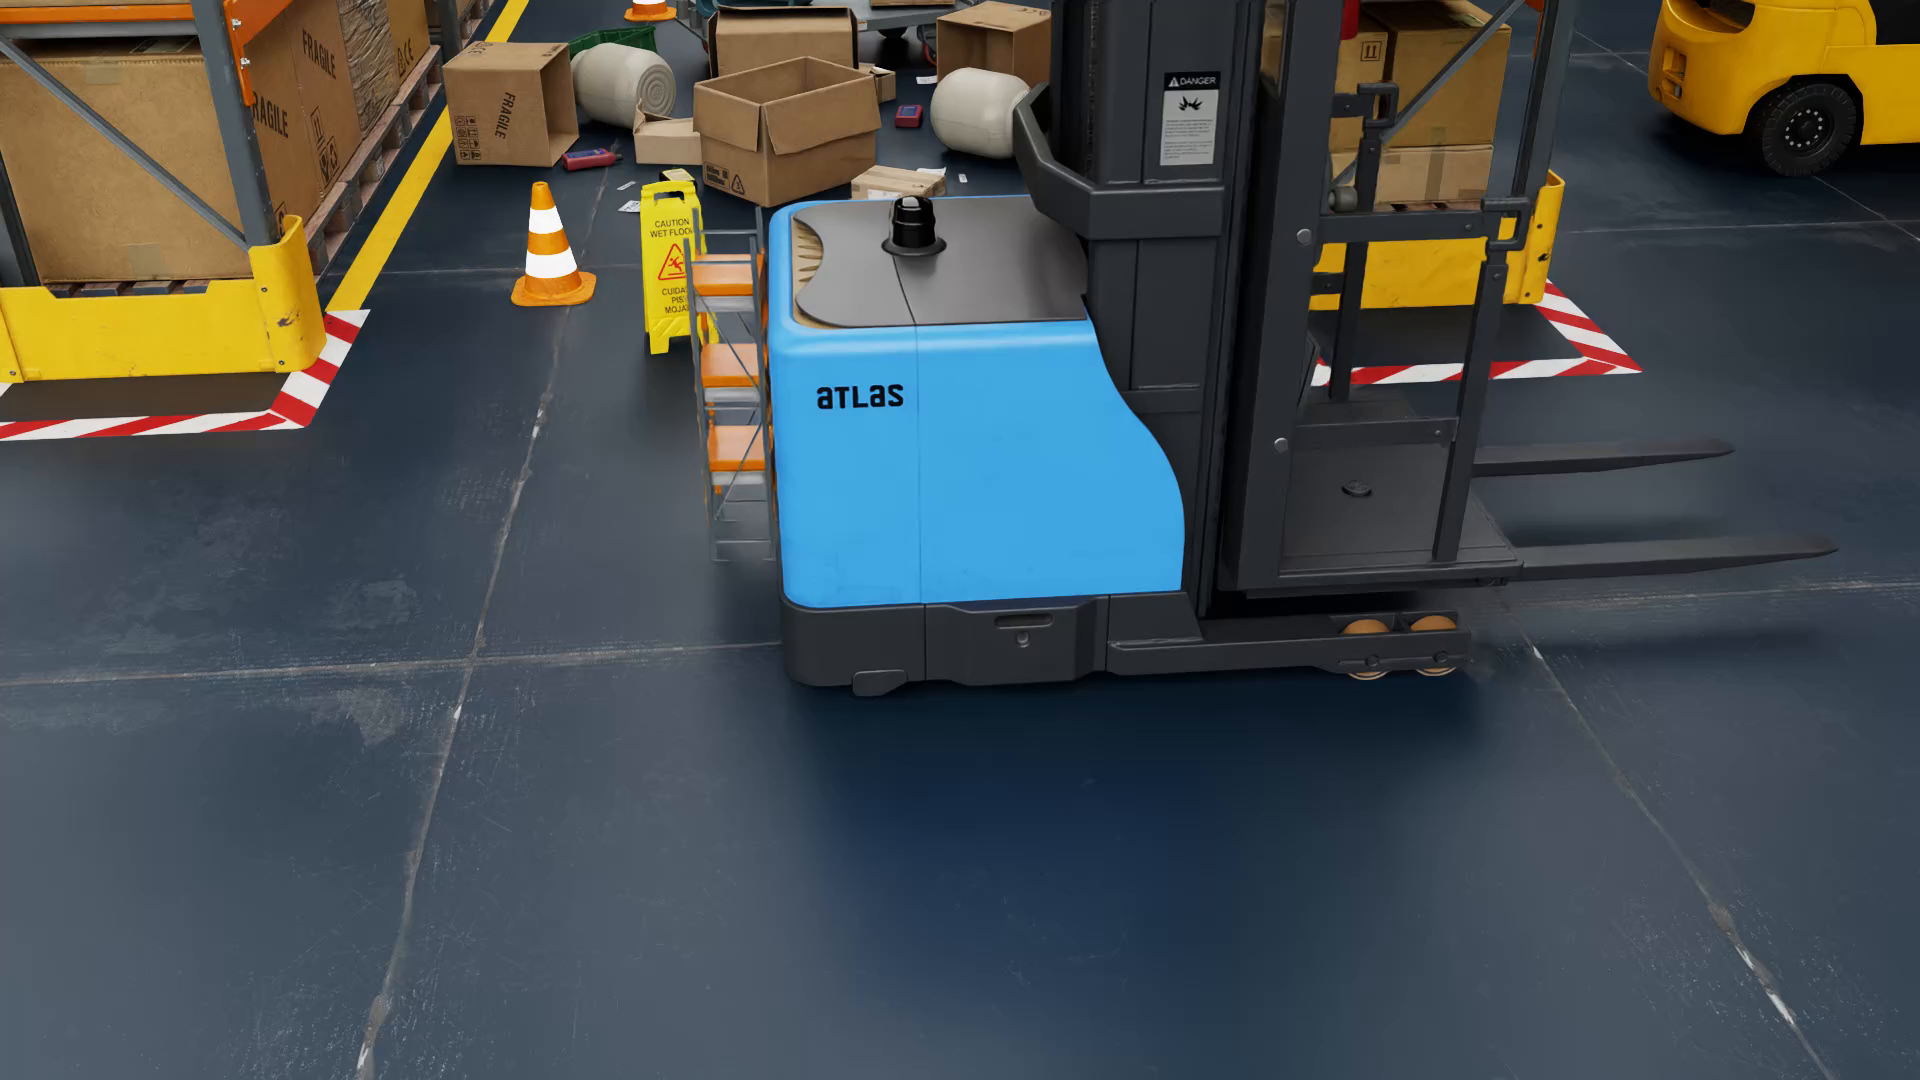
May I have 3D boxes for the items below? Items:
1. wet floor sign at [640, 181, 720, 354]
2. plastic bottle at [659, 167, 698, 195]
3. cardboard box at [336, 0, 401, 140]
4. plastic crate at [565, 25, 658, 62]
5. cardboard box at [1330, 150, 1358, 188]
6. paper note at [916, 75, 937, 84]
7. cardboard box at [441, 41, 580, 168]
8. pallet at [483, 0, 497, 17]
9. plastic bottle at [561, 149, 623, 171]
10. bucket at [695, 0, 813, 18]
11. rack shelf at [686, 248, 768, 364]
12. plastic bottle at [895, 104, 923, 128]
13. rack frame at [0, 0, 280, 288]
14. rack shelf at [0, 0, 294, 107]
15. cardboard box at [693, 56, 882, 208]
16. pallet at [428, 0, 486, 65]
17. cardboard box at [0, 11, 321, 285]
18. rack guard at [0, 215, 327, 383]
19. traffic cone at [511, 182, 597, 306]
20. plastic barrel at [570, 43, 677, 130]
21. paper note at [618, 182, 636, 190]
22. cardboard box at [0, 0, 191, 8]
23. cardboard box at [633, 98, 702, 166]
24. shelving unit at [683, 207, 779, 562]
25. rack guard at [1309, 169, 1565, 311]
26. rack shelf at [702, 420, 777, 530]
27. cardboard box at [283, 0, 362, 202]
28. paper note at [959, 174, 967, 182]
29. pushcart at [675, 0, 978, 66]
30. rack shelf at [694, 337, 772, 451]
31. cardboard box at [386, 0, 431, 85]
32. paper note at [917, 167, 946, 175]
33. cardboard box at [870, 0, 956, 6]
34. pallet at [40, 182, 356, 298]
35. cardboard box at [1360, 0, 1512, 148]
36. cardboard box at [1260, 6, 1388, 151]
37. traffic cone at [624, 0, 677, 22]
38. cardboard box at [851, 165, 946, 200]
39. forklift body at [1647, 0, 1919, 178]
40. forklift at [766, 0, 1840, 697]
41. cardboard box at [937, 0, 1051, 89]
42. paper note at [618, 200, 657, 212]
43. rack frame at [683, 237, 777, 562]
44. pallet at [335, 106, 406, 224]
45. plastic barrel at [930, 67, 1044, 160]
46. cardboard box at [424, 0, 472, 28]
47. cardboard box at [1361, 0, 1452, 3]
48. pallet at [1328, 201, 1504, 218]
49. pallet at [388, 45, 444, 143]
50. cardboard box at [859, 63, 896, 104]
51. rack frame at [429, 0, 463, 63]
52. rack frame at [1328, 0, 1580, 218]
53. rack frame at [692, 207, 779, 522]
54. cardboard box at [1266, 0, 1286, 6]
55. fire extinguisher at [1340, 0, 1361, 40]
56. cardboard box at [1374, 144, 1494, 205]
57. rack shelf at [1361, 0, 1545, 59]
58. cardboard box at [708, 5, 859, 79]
[{"bbox_3d":[-1.100,-1.071,6.414,0.267,0.644,0.232,-8,32,-13],"label":"wet floor sign"},{"bbox_3d":[-1.392,-1.766,8.147,0.133,0.061,0.283,-14,33,-22],"label":"plastic bottle"},{"bbox_3d":[-3.370,-2.527,8.219,0.875,0.875,0.875,-3,31,-4],"label":"cardboard box"},{"bbox_3d":[-2.127,-2.835,9.758,0.450,0.188,0.662,4,30,26],"label":"plastic crate"},{"bbox_3d":[1.500,-1.702,7.447,0.500,0.250,0.500,-3,31,-5],"label":"cardboard box"},{"bbox_3d":[-0.178,-2.706,9.750,0.148,0.019,0.142,-3,31,-5],"label":"paper note"},{"bbox_3d":[-2.281,-2.228,8.491,0.500,0.500,0.500,2,31,4],"label":"cardboard box"},{"bbox_3d":[-3.712,-3.861,11.509,1.003,0.211,1.213,-3,31,-5],"label":"pallet"},{"bbox_3d":[-1.862,-1.931,8.424,0.283,0.061,0.133,-14,33,-22],"label":"plastic bottle"},{"bbox_3d":[-1.139,-3.332,9.613,0.726,0.611,0.620,8,22,13],"label":"bucket"},{"bbox_3d":[-0.671,-0.683,4.837,0.215,0.259,0.240,-1,31,-2],"label":"rack shelf"},{"bbox_3d":[-0.275,-2.322,9.078,0.133,0.061,0.283,2,31,4],"label":"plastic bottle"},{"bbox_3d":[-3.074,-2.002,5.676,1.000,3.000,0.127,-3,31,-5],"label":"rack frame"},{"bbox_3d":[-3.261,-2.714,7.570,1.077,0.370,4.000,-3,31,-5],"label":"rack shelf"},{"bbox_3d":[-0.839,-1.994,8.098,0.637,0.503,0.797,27,40,37],"label":"cardboard box"},{"bbox_3d":[-3.595,-3.237,10.464,1.003,0.211,1.213,-3,31,-5],"label":"pallet"},{"bbox_3d":[-3.203,-1.613,6.687,0.875,0.875,0.875,-3,31,-4],"label":"cardboard box"},{"bbox_3d":[-3.071,-0.916,6.296,1.175,0.500,0.348,-3,31,-5],"label":"rack guard"},{"bbox_3d":[-1.709,-1.252,6.894,0.336,0.463,0.334,-3,31,-5],"label":"traffic cone"},{"bbox_3d":[-1.814,-2.432,8.909,0.512,0.421,0.421,20,36,29],"label":"plastic barrel"},{"bbox_3d":[-1.633,-1.736,8.146,0.032,0.001,0.123,13,33,21],"label":"paper note"},{"bbox_3d":[-3.153,-2.253,5.951,0.875,0.550,0.550,-3,31,-5],"label":"cardboard box"},{"bbox_3d":[-1.453,-2.081,8.475,0.396,0.266,0.258,2,31,4],"label":"cardboard box"},{"bbox_3d":[-0.670,-0.448,4.977,0.215,1.050,0.252,-1,31,-2],"label":"shelving unit"},{"bbox_3d":[1.838,-1.256,6.865,1.175,0.500,0.348,-3,31,-5],"label":"rack guard"},{"bbox_3d":[-0.670,-0.201,5.125,0.215,0.259,0.240,-1,31,-2],"label":"rack shelf"},{"bbox_3d":[-3.287,-2.062,7.439,0.875,0.875,0.875,-3,31,-5],"label":"cardboard box"},{"bbox_3d":[0.014,-1.794,8.244,0.032,0.001,0.123,-3,31,-5],"label":"paper note"},{"bbox_3d":[-0.794,-3.072,10.025,1.648,0.377,0.936,-14,33,-22],"label":"pushcart"},{"bbox_3d":[-0.670,-0.439,4.982,0.215,0.259,0.240,-1,31,-2],"label":"rack shelf"},{"bbox_3d":[-3.458,-2.988,8.989,0.875,0.875,0.875,-2,31,-4],"label":"cardboard box"},{"bbox_3d":[-0.155,-1.839,8.310,0.148,0.019,0.142,8,32,13],"label":"paper note"},{"bbox_3d":[-0.298,-3.484,9.857,0.500,0.500,0.500,-3,31,-5],"label":"cardboard box"},{"bbox_3d":[-3.226,-1.209,7.068,1.003,0.211,1.213,-3,31,-5],"label":"pallet"},{"bbox_3d":[2.042,-2.049,7.296,0.500,0.500,0.500,-4,31,-6],"label":"cardboard box"},{"bbox_3d":[1.511,-2.009,7.228,0.500,0.500,0.500,-3,31,-4],"label":"cardboard box"},{"bbox_3d":[-2.069,-3.712,11.013,0.336,0.463,0.334,-3,31,-5],"label":"traffic cone"},{"bbox_3d":[-0.288,-1.639,7.848,0.380,0.149,0.250,13,33,21],"label":"cardboard box"},{"bbox_3d":[4.793,-3.046,8.253,2.313,2.155,1.214,-3,31,-5],"label":"forklift body"},{"bbox_3d":[0.990,-1.140,4.299,3.031,2.935,1.130,-3,31,-5],"label":"forklift"},{"bbox_3d":[0.217,-2.648,9.194,0.500,0.500,0.500,20,36,29],"label":"cardboard box"},{"bbox_3d":[-1.526,-1.587,7.879,0.144,0.017,0.142,8,32,13],"label":"paper note"},{"bbox_3d":[-0.666,-0.386,4.872,0.200,1.050,0.008,-1,31,-2],"label":"rack frame"},{"bbox_3d":[-3.337,-1.830,8.109,1.003,0.211,1.213,-3,31,-5],"label":"pallet"},{"bbox_3d":[0.145,-2.166,8.464,0.512,0.421,0.421,20,36,29],"label":"plastic barrel"},{"bbox_3d":[-3.595,-3.571,10.088,1.050,0.750,0.750,-3,31,-5],"label":"cardboard box"},{"bbox_3d":[1.989,-2.316,7.743,0.500,0.500,0.500,-4,31,-6],"label":"cardboard box"},{"bbox_3d":[1.797,-1.549,7.637,1.003,0.211,1.213,-3,31,-5],"label":"pallet"},{"bbox_3d":[-3.454,-2.455,9.154,1.003,0.211,1.213,-3,31,-5],"label":"pallet"},{"bbox_3d":[-0.589,-2.640,9.411,0.396,0.266,0.258,27,40,37],"label":"cardboard box"},{"bbox_3d":[-3.447,-4.044,9.095,1.000,3.000,0.127,-3,31,-5],"label":"rack frame"},{"bbox_3d":[1.845,-2.290,6.159,1.000,3.000,0.127,-3,31,-5],"label":"rack frame"},{"bbox_3d":[-0.675,-0.511,5.081,0.200,1.050,0.008,-1,31,-2],"label":"rack frame"},{"bbox_3d":[1.410,-2.471,7.370,0.380,0.149,0.250,-2,31,-3],"label":"cardboard box"},{"bbox_3d":[1.397,-2.177,6.044,0.296,0.674,0.183,-3,31,-5],"label":"fire extinguisher"},{"bbox_3d":[2.045,-1.715,7.469,0.500,0.250,0.500,-3,31,-5],"label":"cardboard box"},{"bbox_3d":[1.658,-3.003,8.053,1.077,0.370,4.000,-3,31,-5],"label":"rack shelf"},{"bbox_3d":[-0.935,-2.529,8.862,0.797,0.637,0.503,-3,31,-5],"label":"cardboard box"}]
